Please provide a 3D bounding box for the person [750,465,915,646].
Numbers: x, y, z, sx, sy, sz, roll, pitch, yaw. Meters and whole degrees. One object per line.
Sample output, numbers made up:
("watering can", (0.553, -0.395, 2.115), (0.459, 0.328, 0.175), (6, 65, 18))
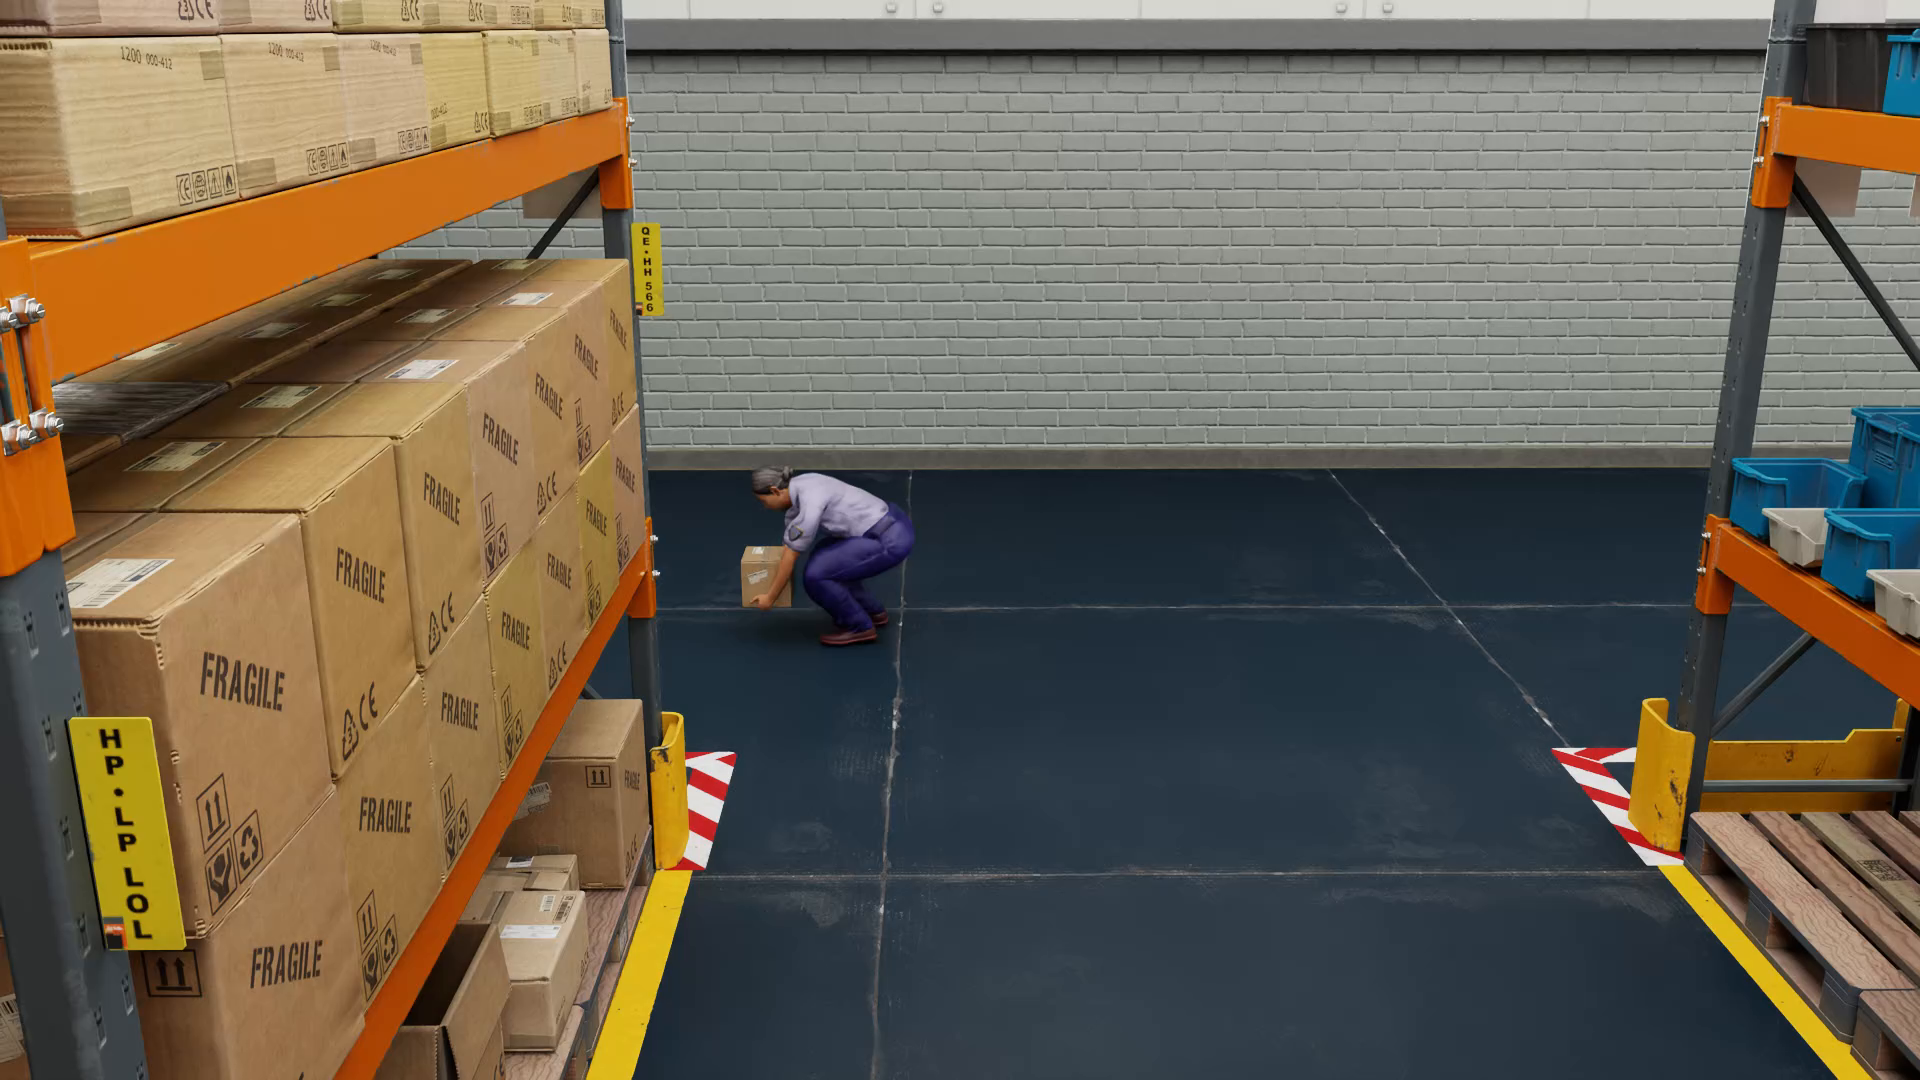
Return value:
("person", (-0.688, 0.054, 8.611), (0.799, 0.939, 0.501), (-1, 17, -2))
